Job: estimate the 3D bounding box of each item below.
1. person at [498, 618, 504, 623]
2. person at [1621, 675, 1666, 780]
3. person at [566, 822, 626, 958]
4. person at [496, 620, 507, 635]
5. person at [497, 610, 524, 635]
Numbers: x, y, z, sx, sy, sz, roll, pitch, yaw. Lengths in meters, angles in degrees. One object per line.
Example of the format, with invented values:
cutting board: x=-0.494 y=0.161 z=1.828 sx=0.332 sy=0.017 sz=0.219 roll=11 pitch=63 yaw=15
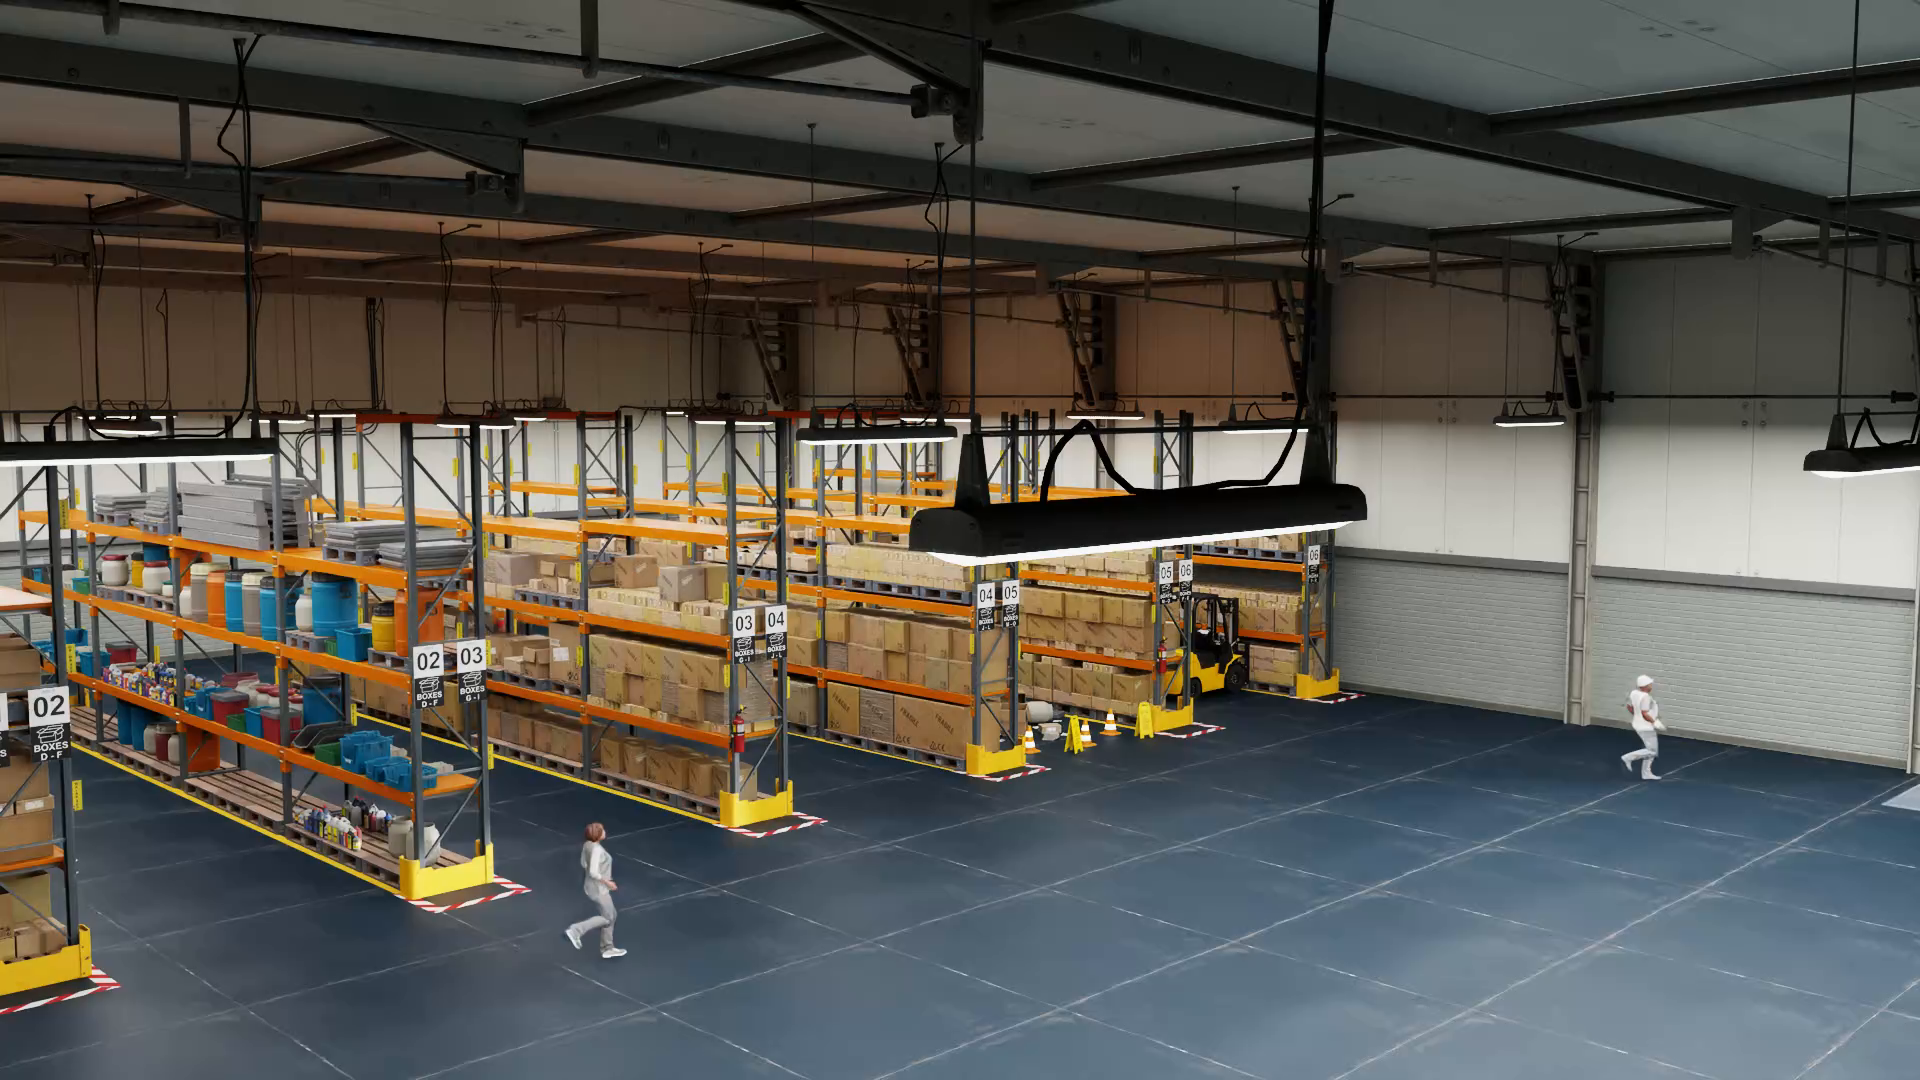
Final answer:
person: x=-11.134 y=1.949 z=40.560 sx=0.929 sy=1.717 sz=0.676 roll=-5 pitch=7 yaw=-44
person: x=11.222 y=3.090 z=27.385 sx=0.689 sy=1.743 sz=0.683 roll=0 pitch=5 yaw=2
person: x=-4.098 y=3.930 z=18.651 sx=0.679 sy=1.552 sz=0.554 roll=-2 pitch=5 yaw=-26
person: x=-9.214 y=2.516 z=33.682 sx=0.709 sy=1.792 sz=0.641 roll=3 pitch=6 yaw=35
person: x=-9.675 y=2.332 z=35.999 sx=0.691 sy=1.757 sz=0.735 roll=5 pitch=7 yaw=44
